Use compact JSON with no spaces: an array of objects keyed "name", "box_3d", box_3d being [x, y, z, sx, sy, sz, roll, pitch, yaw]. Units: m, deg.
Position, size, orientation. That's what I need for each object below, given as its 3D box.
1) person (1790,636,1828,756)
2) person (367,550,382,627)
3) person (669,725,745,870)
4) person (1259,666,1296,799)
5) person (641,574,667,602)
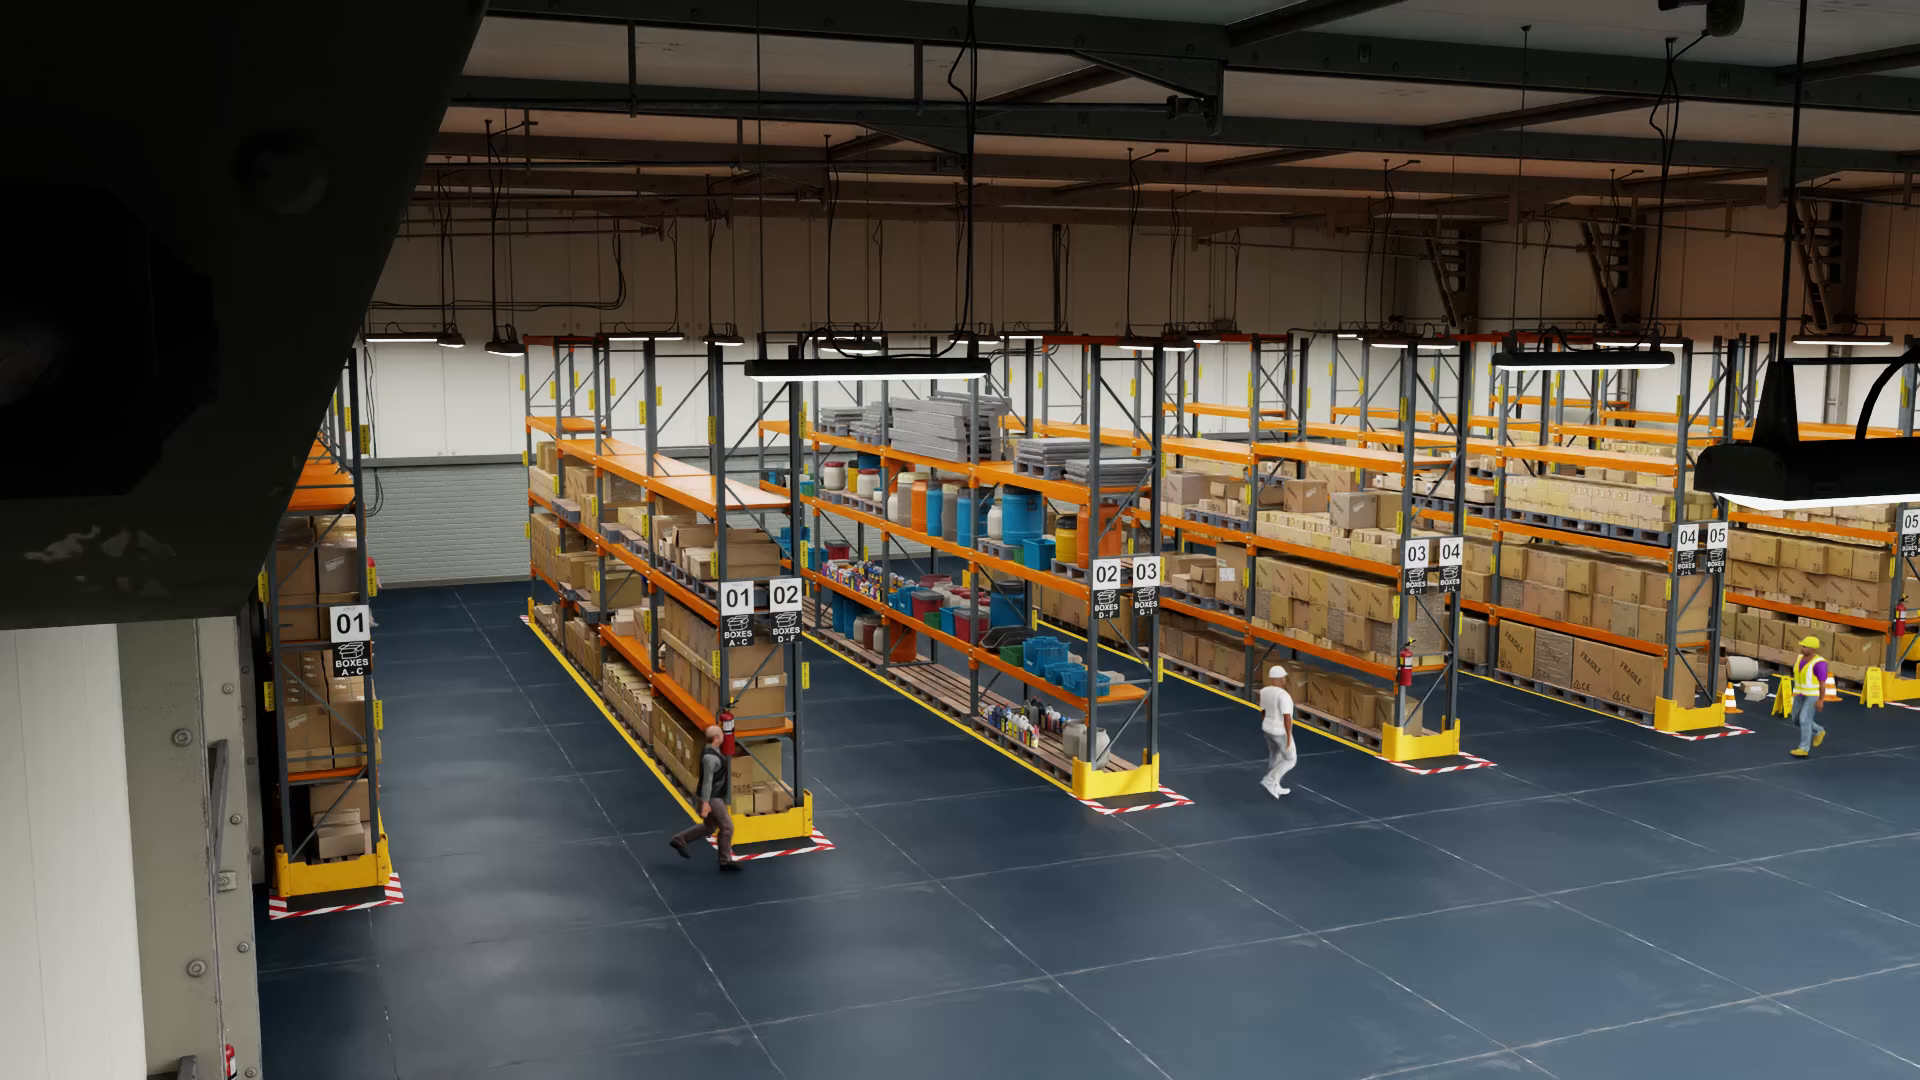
[{"name":"person","box_3d":[12.384,2.250,24.178,0.719,1.753,0.581,-2,8,-15]},{"name":"person","box_3d":[-12.298,0.922,34.314,1.125,1.656,0.564,5,9,33]},{"name":"person","box_3d":[-2.931,2.955,19.144,0.904,1.684,0.571,0,8,1]},{"name":"person","box_3d":[4.162,2.536,21.951,0.607,1.758,0.588,-4,9,-29]},{"name":"person","box_3d":[-6.109,1.120,33.146,0.500,1.594,1.033,-4,8,-25]}]
